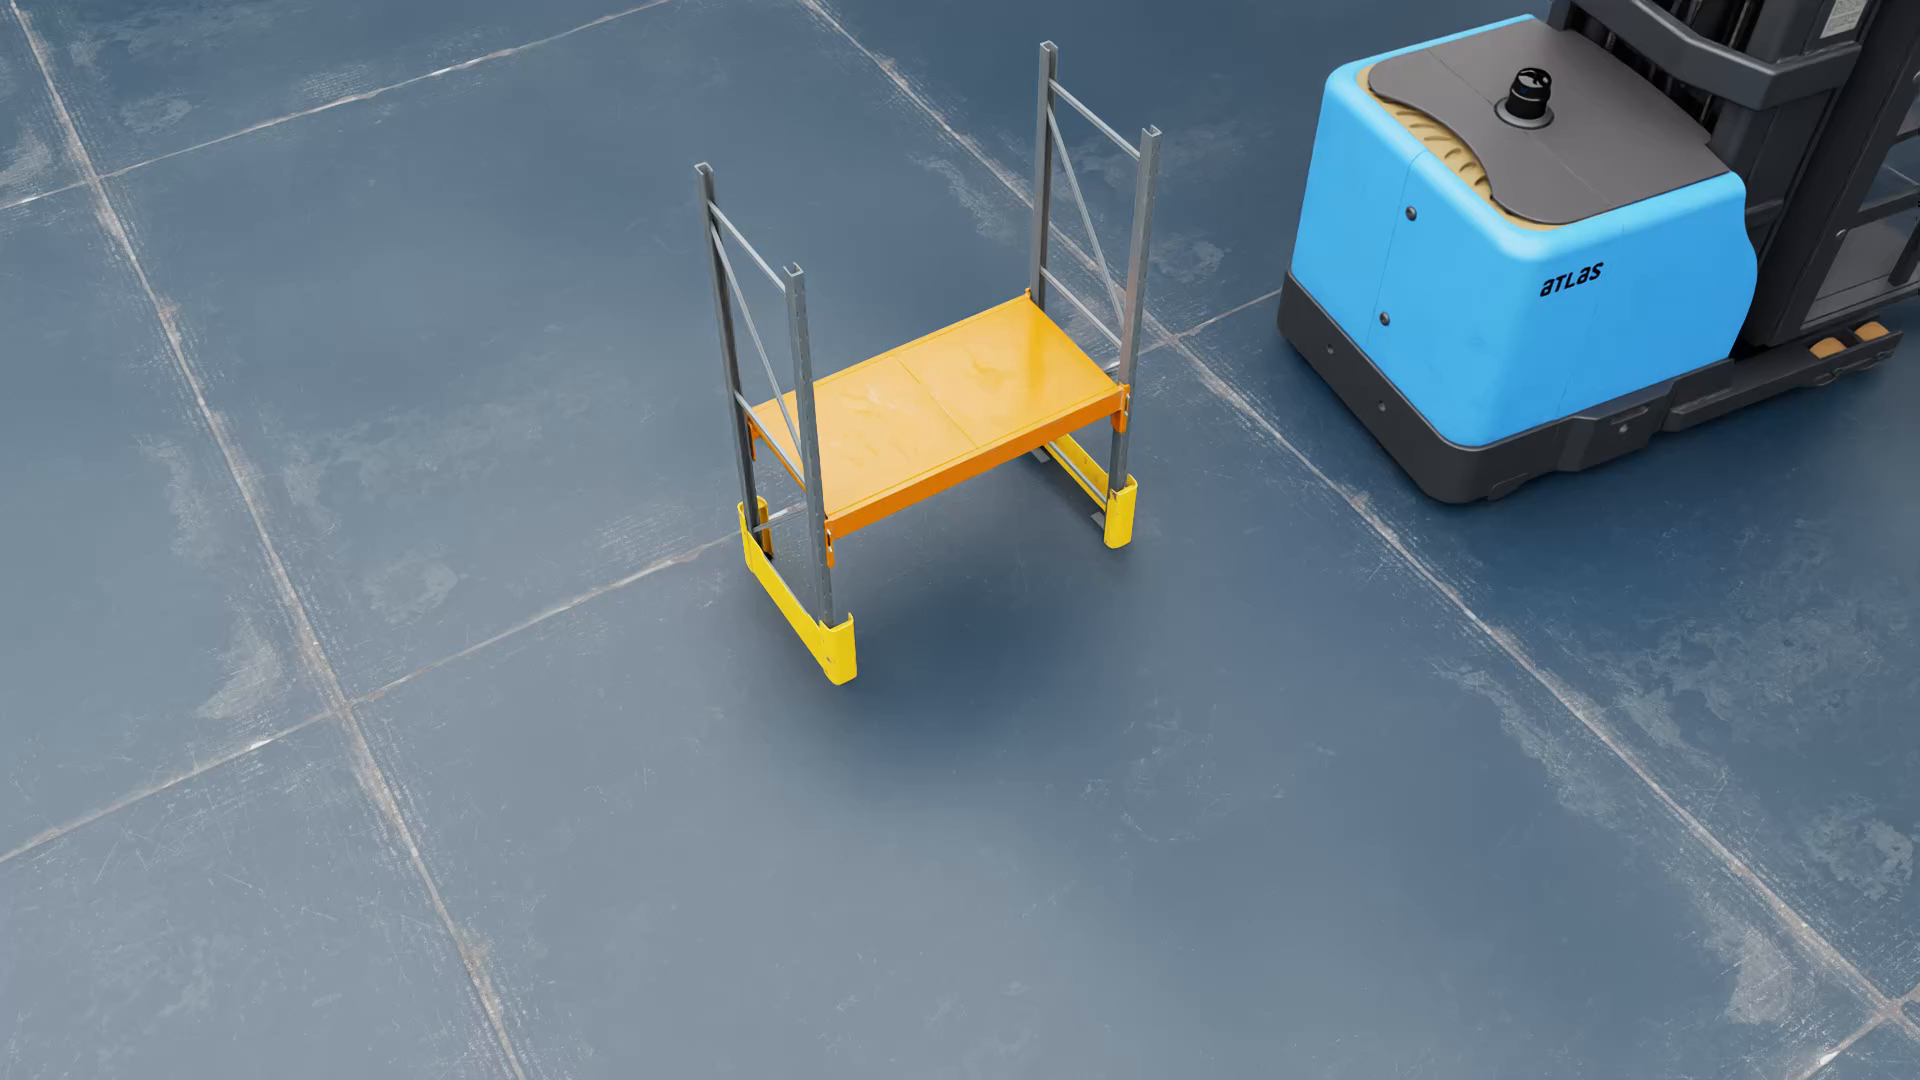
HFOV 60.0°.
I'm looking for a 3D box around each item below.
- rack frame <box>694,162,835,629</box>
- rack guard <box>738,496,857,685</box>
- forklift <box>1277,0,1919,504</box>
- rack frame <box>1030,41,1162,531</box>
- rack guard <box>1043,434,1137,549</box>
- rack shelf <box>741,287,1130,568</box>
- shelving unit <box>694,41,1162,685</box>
[{"bbox_3d":[-0.502,-0.262,4.479,0.032,1.500,0.500,-25,53,-21],"label":"rack frame"},{"bbox_3d":[-0.486,0.146,4.953,0.087,0.250,0.587,-25,53,-21],"label":"rack guard"},{"bbox_3d":[2.671,-1.845,4.930,3.031,2.935,1.130,-19,51,-16],"label":"forklift"},{"bbox_3d":[0.358,-0.667,4.840,0.032,1.500,0.500,-25,53,-21],"label":"rack frame"},{"bbox_3d":[0.357,-0.251,5.306,0.087,0.250,0.587,-25,53,-21],"label":"rack guard"},{"bbox_3d":[-0.072,-0.345,4.794,1.000,0.185,0.538,-25,53,-21],"label":"rack shelf"},{"bbox_3d":[-0.064,-0.468,4.663,1.083,1.500,0.587,-25,53,-21],"label":"shelving unit"}]
